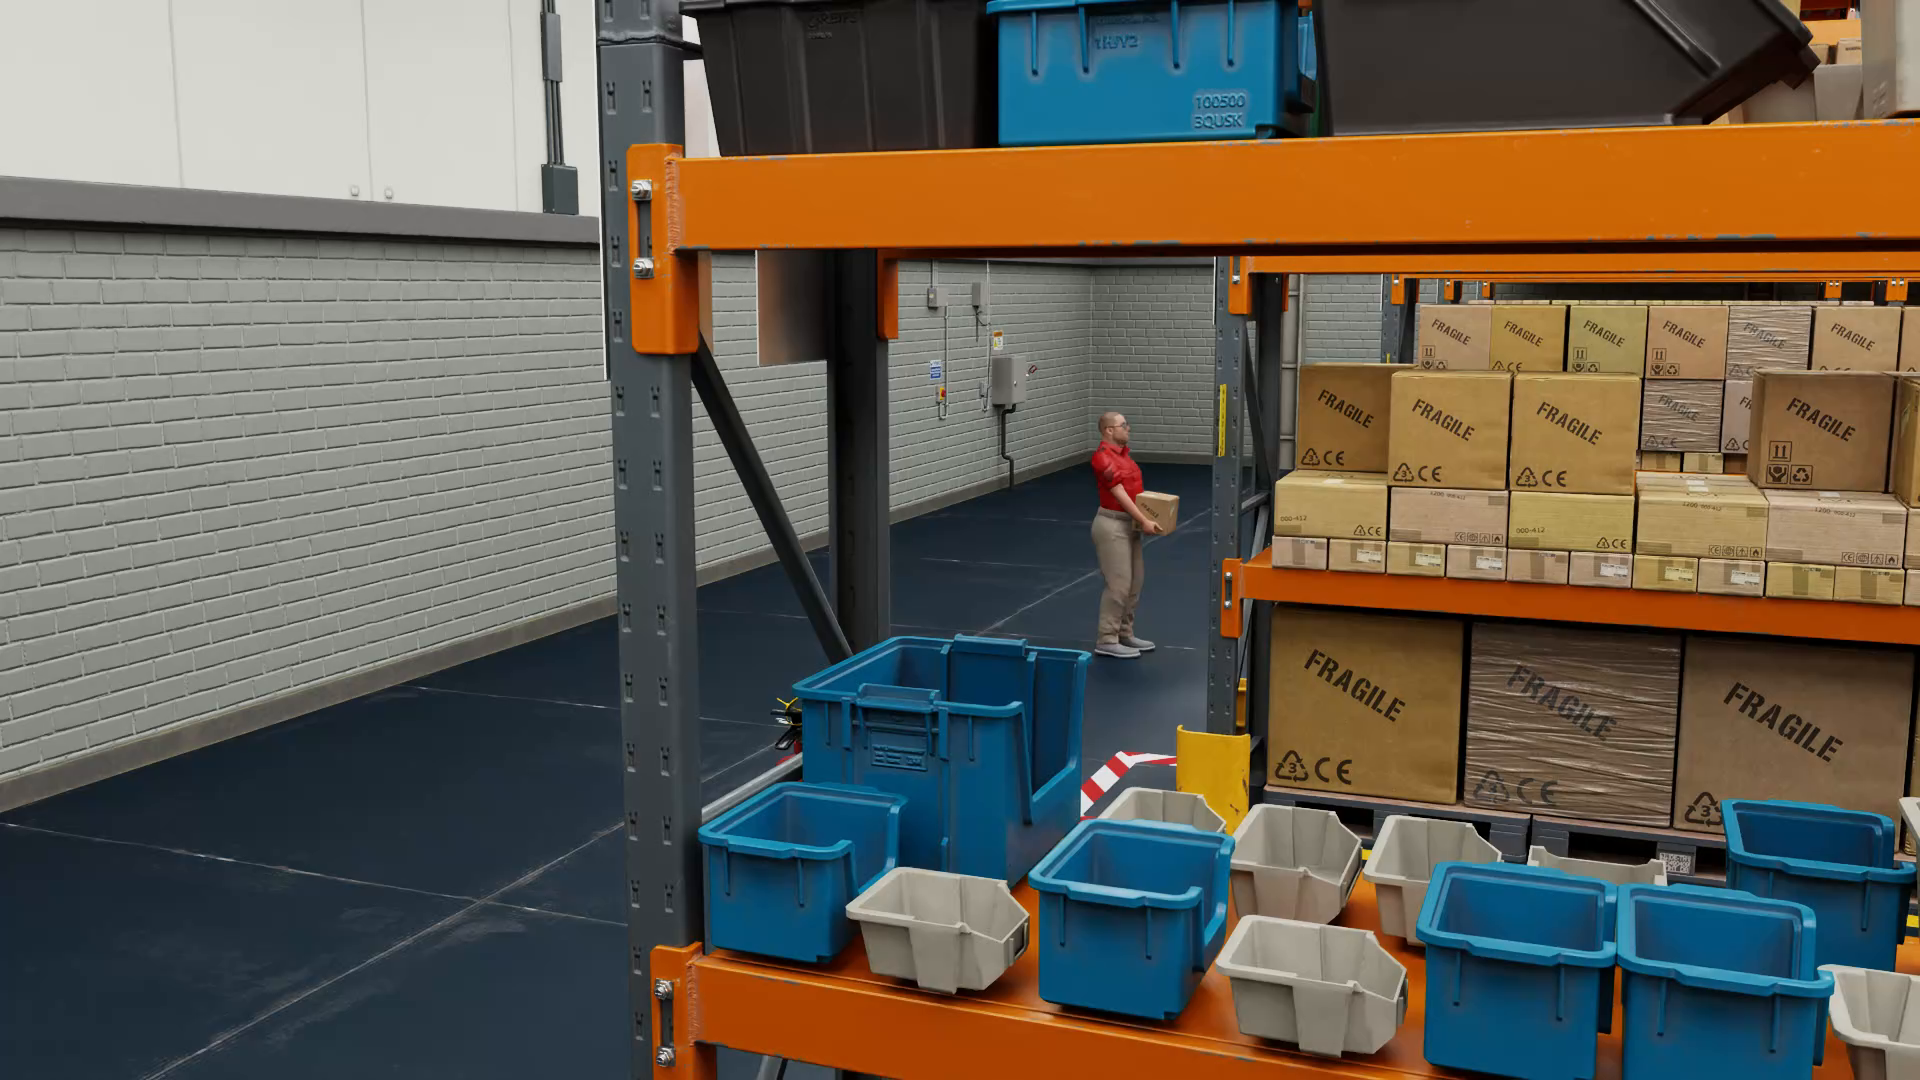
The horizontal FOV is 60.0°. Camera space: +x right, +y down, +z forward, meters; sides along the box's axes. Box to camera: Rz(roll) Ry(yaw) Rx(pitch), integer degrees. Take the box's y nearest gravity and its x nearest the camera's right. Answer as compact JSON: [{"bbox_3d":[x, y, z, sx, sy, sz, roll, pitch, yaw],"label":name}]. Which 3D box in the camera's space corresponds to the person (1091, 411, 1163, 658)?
[{"bbox_3d":[1.212,-0.046,11.750,0.531,1.713,0.494,3,9,22],"label":"person"}]
